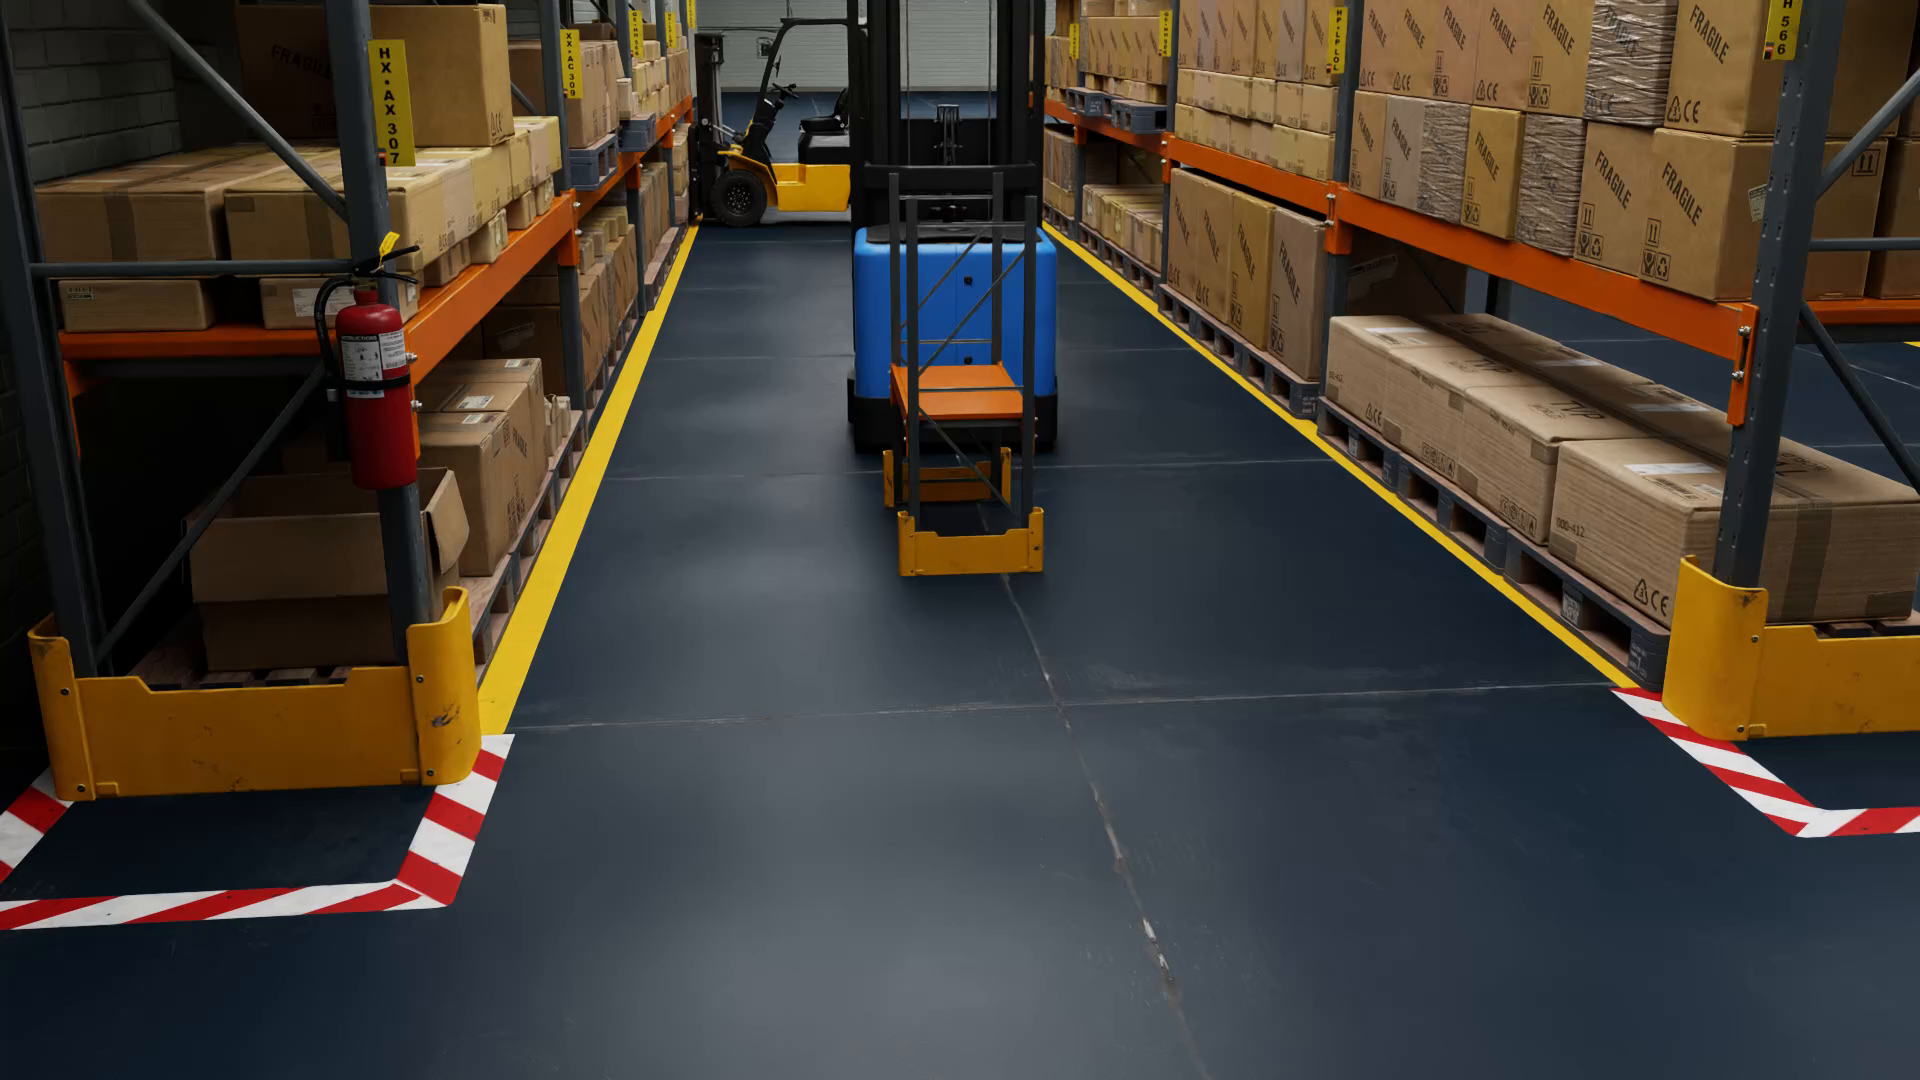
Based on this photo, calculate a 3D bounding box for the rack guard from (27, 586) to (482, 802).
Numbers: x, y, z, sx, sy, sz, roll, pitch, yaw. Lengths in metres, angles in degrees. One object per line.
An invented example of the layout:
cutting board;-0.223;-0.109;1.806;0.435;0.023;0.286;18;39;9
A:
rack guard;-2.054;0.446;4.922;1.175;0.500;0.348;-2;18;-6

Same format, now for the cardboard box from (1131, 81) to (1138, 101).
cardboard box;1.610;-3.659;13.543;0.380;0.149;0.250;-3;18;-8

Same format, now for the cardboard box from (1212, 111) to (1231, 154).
cardboard box;1.985;-2.728;11.108;0.500;0.250;0.500;-1;17;-4

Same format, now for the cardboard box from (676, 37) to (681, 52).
cardboard box;-3.225;-5.372;18.030;0.380;0.149;0.250;-2;18;-5

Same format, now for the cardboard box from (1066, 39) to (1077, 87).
cardboard box;1.360;-4.768;16.693;0.500;0.500;0.500;-2;18;-7

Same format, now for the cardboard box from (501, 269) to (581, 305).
cardboard box;-2.231;-1.348;8.852;0.380;0.149;0.250;-1;17;-3

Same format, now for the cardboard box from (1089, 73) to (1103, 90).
cardboard box;1.413;-4.285;15.536;0.380;0.149;0.250;-1;17;-5

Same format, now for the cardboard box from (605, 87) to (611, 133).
cardboard box;-2.220;-2.478;9.585;0.396;0.266;0.258;-1;17;-3

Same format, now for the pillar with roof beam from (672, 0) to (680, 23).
pillar with roof beam;-2.714;-15.401;41.211;9.100;9.000;0.400;-2;18;-6

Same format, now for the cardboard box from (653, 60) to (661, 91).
cardboard box;-2.872;-4.022;14.397;0.500;0.250;0.500;-1;17;-5

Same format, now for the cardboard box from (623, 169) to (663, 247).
cardboard box;-3.146;-2.980;14.925;0.875;0.625;0.625;-2;18;-6

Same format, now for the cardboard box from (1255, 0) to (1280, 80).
cardboard box;2.089;-3.026;9.971;0.500;0.500;0.500;-1;17;-4

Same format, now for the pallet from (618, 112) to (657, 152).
pallet;-2.731;-2.816;11.459;1.213;0.211;1.003;-2;18;-6

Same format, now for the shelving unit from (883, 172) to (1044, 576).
shelving unit;-0.008;-0.738;7.025;0.587;1.500;1.083;-2;18;-6

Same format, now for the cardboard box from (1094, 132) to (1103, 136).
cardboard box;1.742;-4.198;18.177;0.500;0.500;0.500;-1;17;-3

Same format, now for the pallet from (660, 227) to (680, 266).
pallet;-3.169;-2.750;15.585;1.003;0.211;1.213;-2;18;-6

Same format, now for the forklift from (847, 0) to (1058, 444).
forklift;-0.088;-2.279;9.544;1.130;2.935;3.031;-1;17;-3

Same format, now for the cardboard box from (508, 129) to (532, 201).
cardboard box;-2.059;-1.544;6.841;0.500;0.250;0.500;-2;18;-6

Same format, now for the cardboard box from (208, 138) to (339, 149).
cardboard box;-2.510;-1.380;6.319;0.500;0.250;0.500;-2;18;-6

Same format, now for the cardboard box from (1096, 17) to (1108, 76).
cardboard box;1.506;-4.398;14.814;0.500;0.500;0.500;-2;18;-6

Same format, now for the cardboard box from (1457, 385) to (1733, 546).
cardboard box;2.621;-0.322;6.772;0.875;0.438;0.875;-1;17;-4

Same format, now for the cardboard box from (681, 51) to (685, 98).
cardboard box;-3.287;-5.093;18.223;0.500;0.500;0.500;-2;18;-7

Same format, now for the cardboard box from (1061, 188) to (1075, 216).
cardboard box;1.325;-3.510;17.239;0.500;0.250;0.500;-1;17;-3

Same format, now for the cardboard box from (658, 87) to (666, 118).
cardboard box;-2.914;-3.936;14.956;0.500;0.250;0.500;-2;18;-6

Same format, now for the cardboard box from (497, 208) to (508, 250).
cardboard box;-1.938;-1.174;6.327;0.380;0.149;0.250;-1;17;-4

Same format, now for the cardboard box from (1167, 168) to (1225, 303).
cardboard box;2.054;-2.240;12.151;0.875;0.875;0.875;-2;18;-6

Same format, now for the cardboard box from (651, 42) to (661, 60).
cardboard box;-2.851;-4.336;14.731;0.380;0.149;0.250;-2;18;-7

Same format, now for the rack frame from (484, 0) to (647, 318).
rack frame;-2.871;-3.107;12.067;1.000;3.000;0.127;-2;18;-6

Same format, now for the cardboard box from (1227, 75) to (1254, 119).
cardboard box;2.003;-2.816;10.554;0.500;0.250;0.500;-1;17;-5

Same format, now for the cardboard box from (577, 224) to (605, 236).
cardboard box;-2.518;-1.971;10.836;0.380;0.149;0.250;-2;18;-6

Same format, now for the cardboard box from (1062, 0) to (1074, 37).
cardboard box;1.555;-6.016;18.997;0.700;0.500;0.500;-2;18;-5

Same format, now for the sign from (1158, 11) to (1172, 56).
sign;1.527;-3.757;12.335;0.100;0.325;0.005;-2;18;-6

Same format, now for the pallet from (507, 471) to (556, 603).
pallet;-2.260;-0.016;6.877;1.003;0.211;1.213;-2;18;-6

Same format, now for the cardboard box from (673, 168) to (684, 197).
cardboard box;-3.027;-3.580;16.627;0.500;0.250;0.500;-2;18;-6

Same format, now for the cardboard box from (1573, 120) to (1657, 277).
cardboard box;2.541;-1.212;5.862;0.500;0.500;0.500;-2;18;-7

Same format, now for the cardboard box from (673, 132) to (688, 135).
cardboard box;-3.173;-4.276;18.008;0.500;0.250;0.500;-2;18;-7

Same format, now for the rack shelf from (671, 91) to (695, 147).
rack shelf;-3.490;-4.552;17.869;1.077;0.370;4.000;-2;18;-6

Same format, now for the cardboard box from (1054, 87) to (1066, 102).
cardboard box;1.209;-4.723;17.632;0.380;0.149;0.250;-2;18;-6

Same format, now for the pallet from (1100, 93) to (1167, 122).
pallet;1.821;-3.759;14.462;1.003;0.211;1.213;-2;18;-6

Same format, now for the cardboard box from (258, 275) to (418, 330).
cardboard box;-1.807;-0.710;4.852;0.380;0.149;0.250;-2;18;-6

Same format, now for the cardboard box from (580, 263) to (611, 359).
cardboard box;-2.397;-1.382;10.042;0.500;0.500;0.500;-2;18;-7

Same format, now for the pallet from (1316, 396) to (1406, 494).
pallet;2.479;-0.511;8.451;1.003;0.211;1.213;-2;18;-6

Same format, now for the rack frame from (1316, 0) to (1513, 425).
rack frame;2.478;-2.070;8.763;1.000;3.000;0.127;-2;18;-6

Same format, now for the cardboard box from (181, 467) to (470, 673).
cardboard box;-2.015;0.082;5.376;0.797;0.503;0.637;-2;18;-8

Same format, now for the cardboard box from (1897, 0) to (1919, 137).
cardboard box;3.125;-1.555;5.286;0.500;0.500;0.500;-2;18;-7

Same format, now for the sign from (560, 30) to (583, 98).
sign;-1.920;-2.348;8.202;0.100;0.325;0.005;-2;18;-6

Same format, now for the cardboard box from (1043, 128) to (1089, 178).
cardboard box;1.154;-4.330;18.600;0.500;0.500;0.500;-1;17;-5

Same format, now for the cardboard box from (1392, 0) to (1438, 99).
cardboard box;2.332;-2.295;7.643;0.500;0.500;0.500;-2;18;-6

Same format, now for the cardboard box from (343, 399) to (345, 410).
cardboard box;-2.625;-0.629;7.961;0.500;0.311;0.500;-1;17;-4

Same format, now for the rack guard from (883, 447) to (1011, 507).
rack guard;-0.059;-0.290;7.685;0.587;0.250;0.087;-2;18;-6

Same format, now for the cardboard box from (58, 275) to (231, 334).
cardboard box;-2.347;-0.694;4.801;0.380;0.149;0.250;-2;18;-6
